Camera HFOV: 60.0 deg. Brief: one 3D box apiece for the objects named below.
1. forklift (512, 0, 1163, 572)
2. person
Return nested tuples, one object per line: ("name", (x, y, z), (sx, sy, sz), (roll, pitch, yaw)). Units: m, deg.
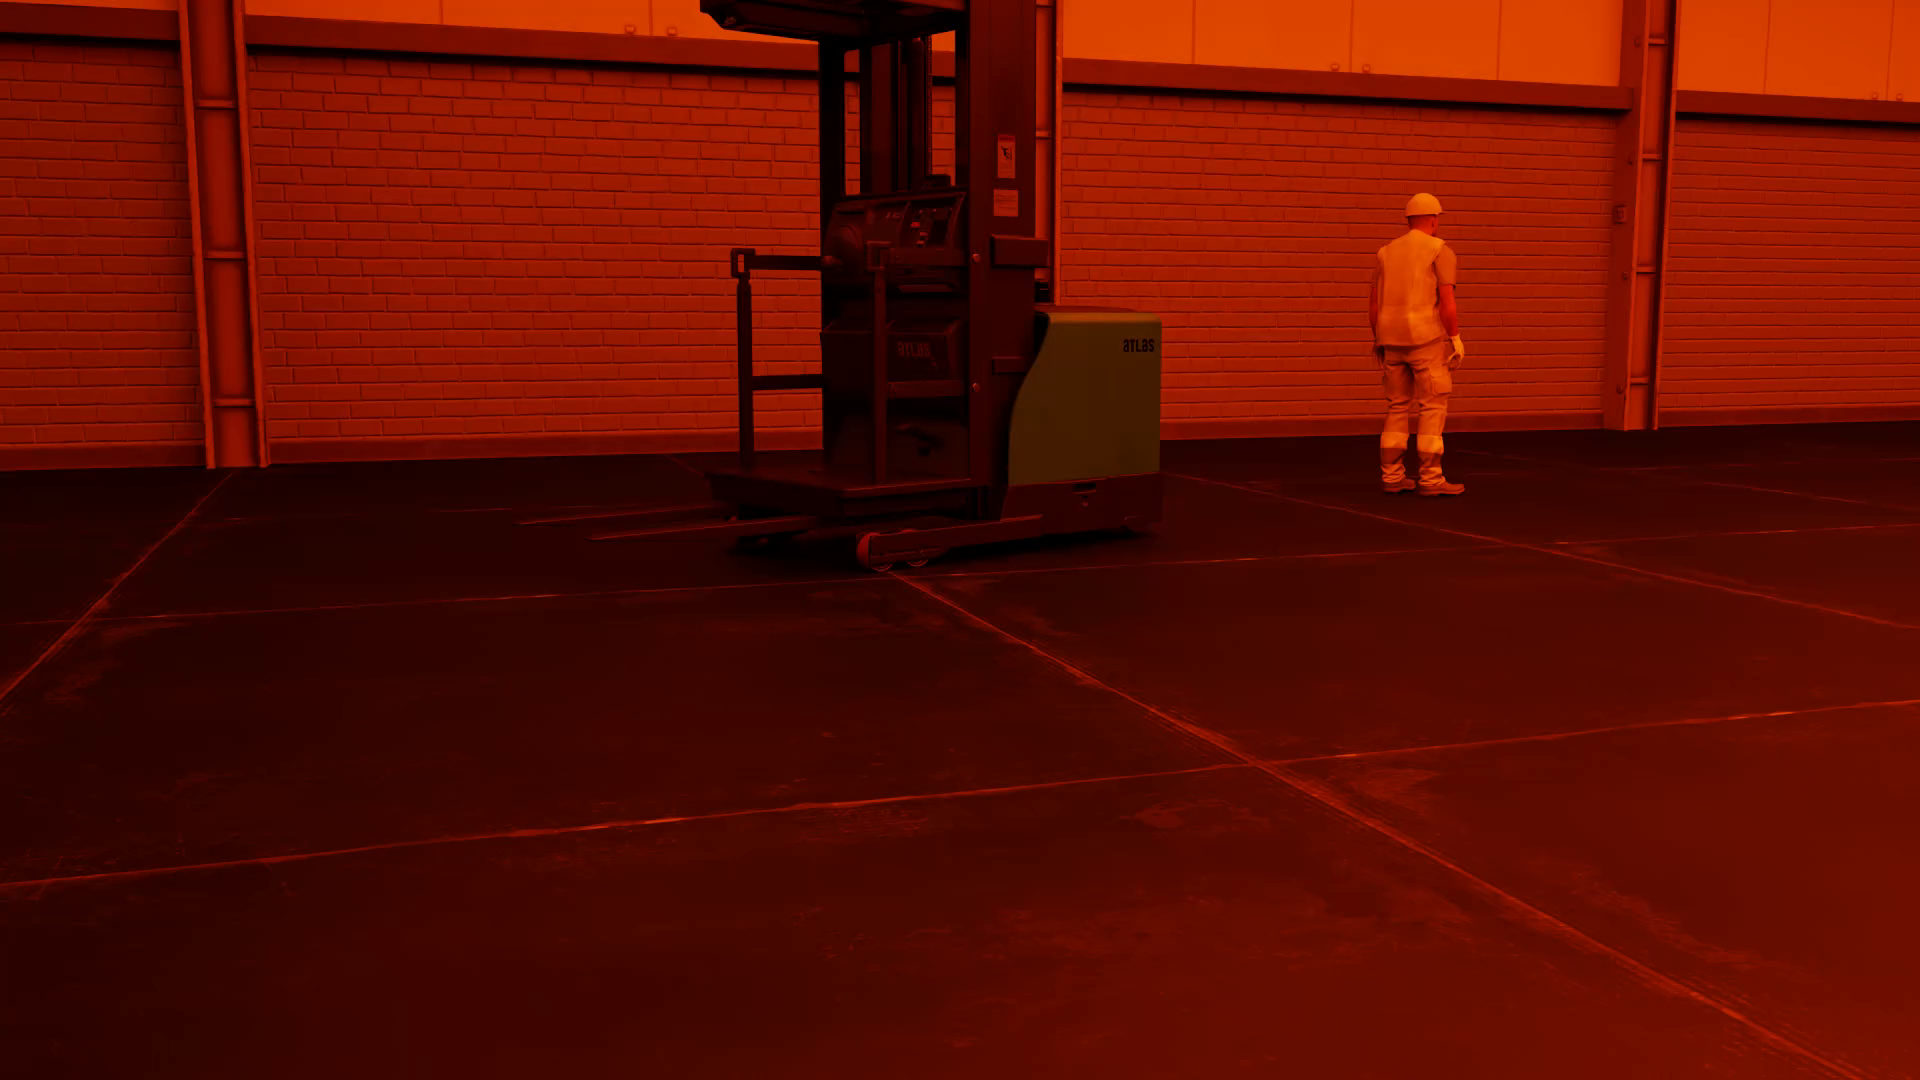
("forklift", (-0.461, -1.399, 7.333), (3.031, 2.935, 1.130), (-7, 10, -40))
("person", (2.712, -1.162, 9.885), (0.452, 1.778, 0.617), (-6, 10, -39))
